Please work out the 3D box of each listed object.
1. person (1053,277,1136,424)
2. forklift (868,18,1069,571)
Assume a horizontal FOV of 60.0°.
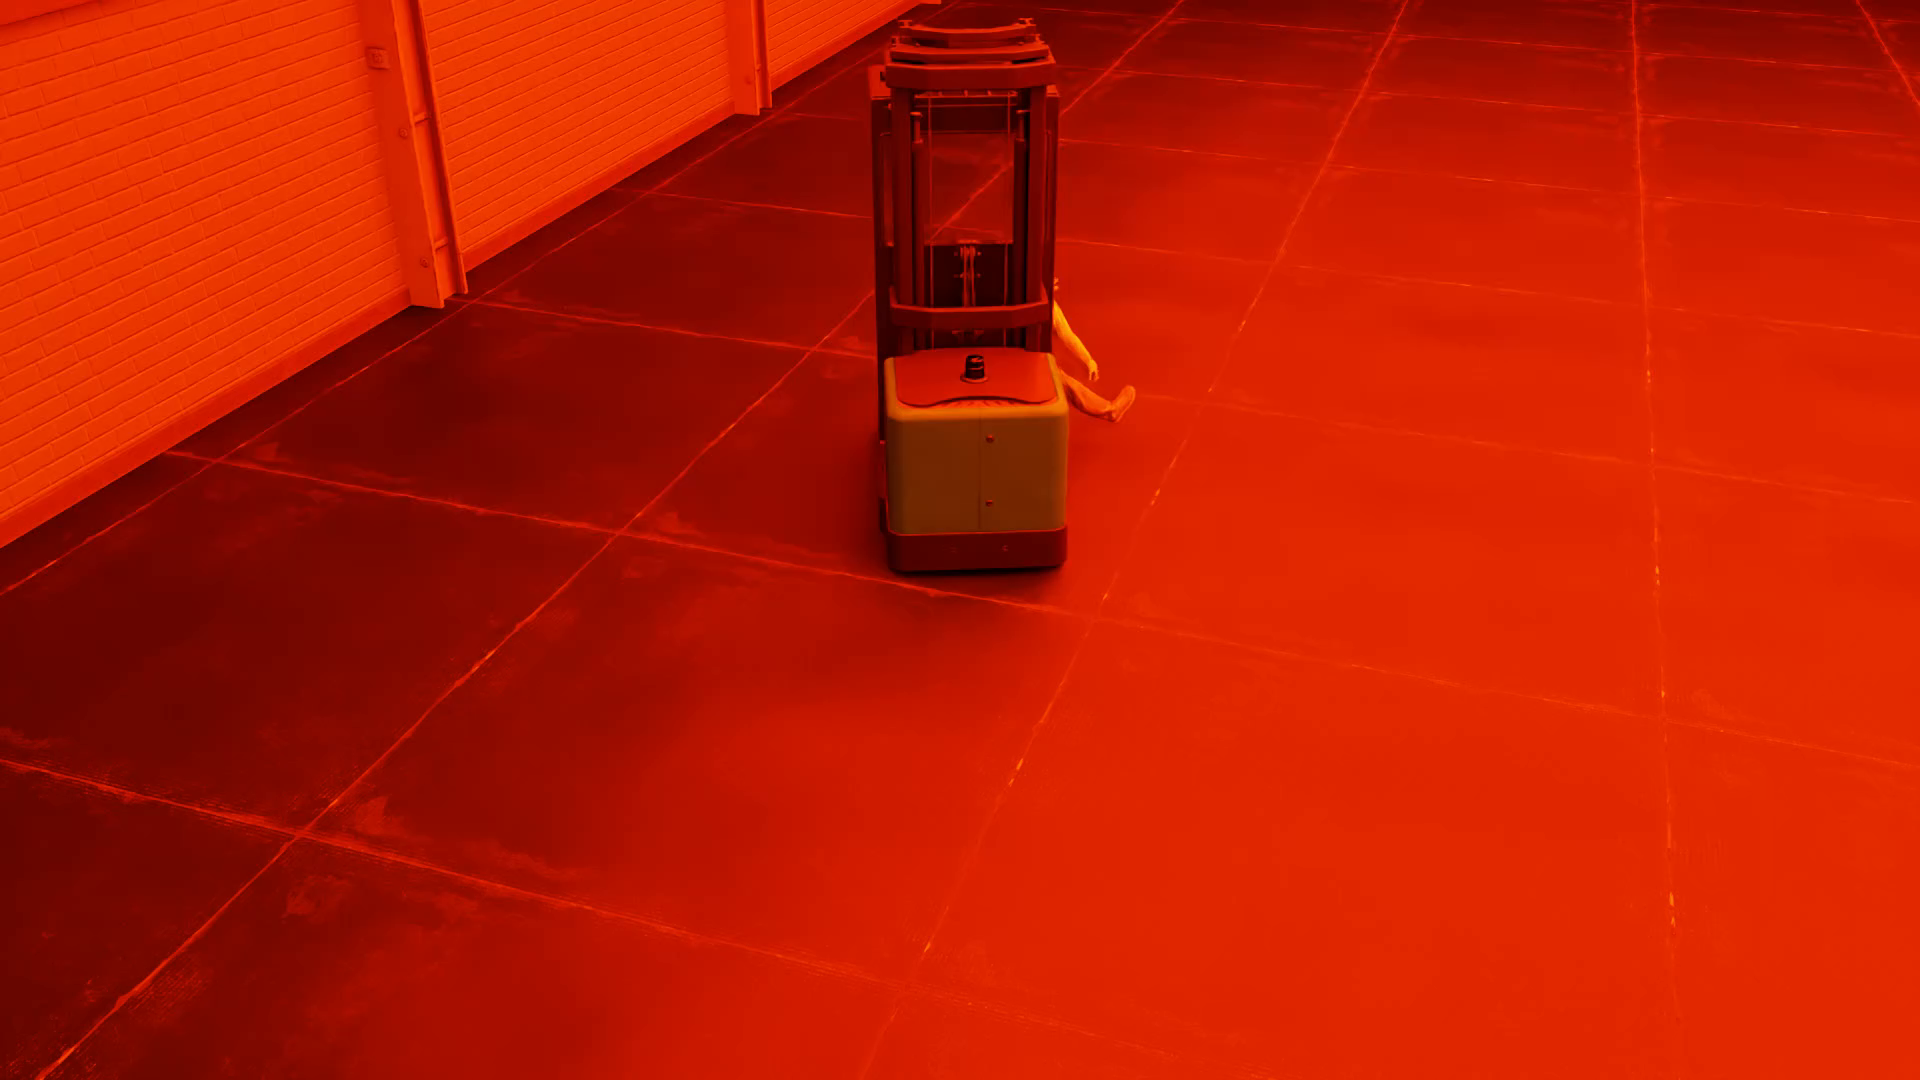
[{"bbox_3d":[0.550,-1.277,10.933,0.912,1.422,1.124,24,37,35],"label":"person"},{"bbox_3d":[0.010,-1.791,10.278,1.130,2.935,3.031,-2,30,-3],"label":"forklift"}]
